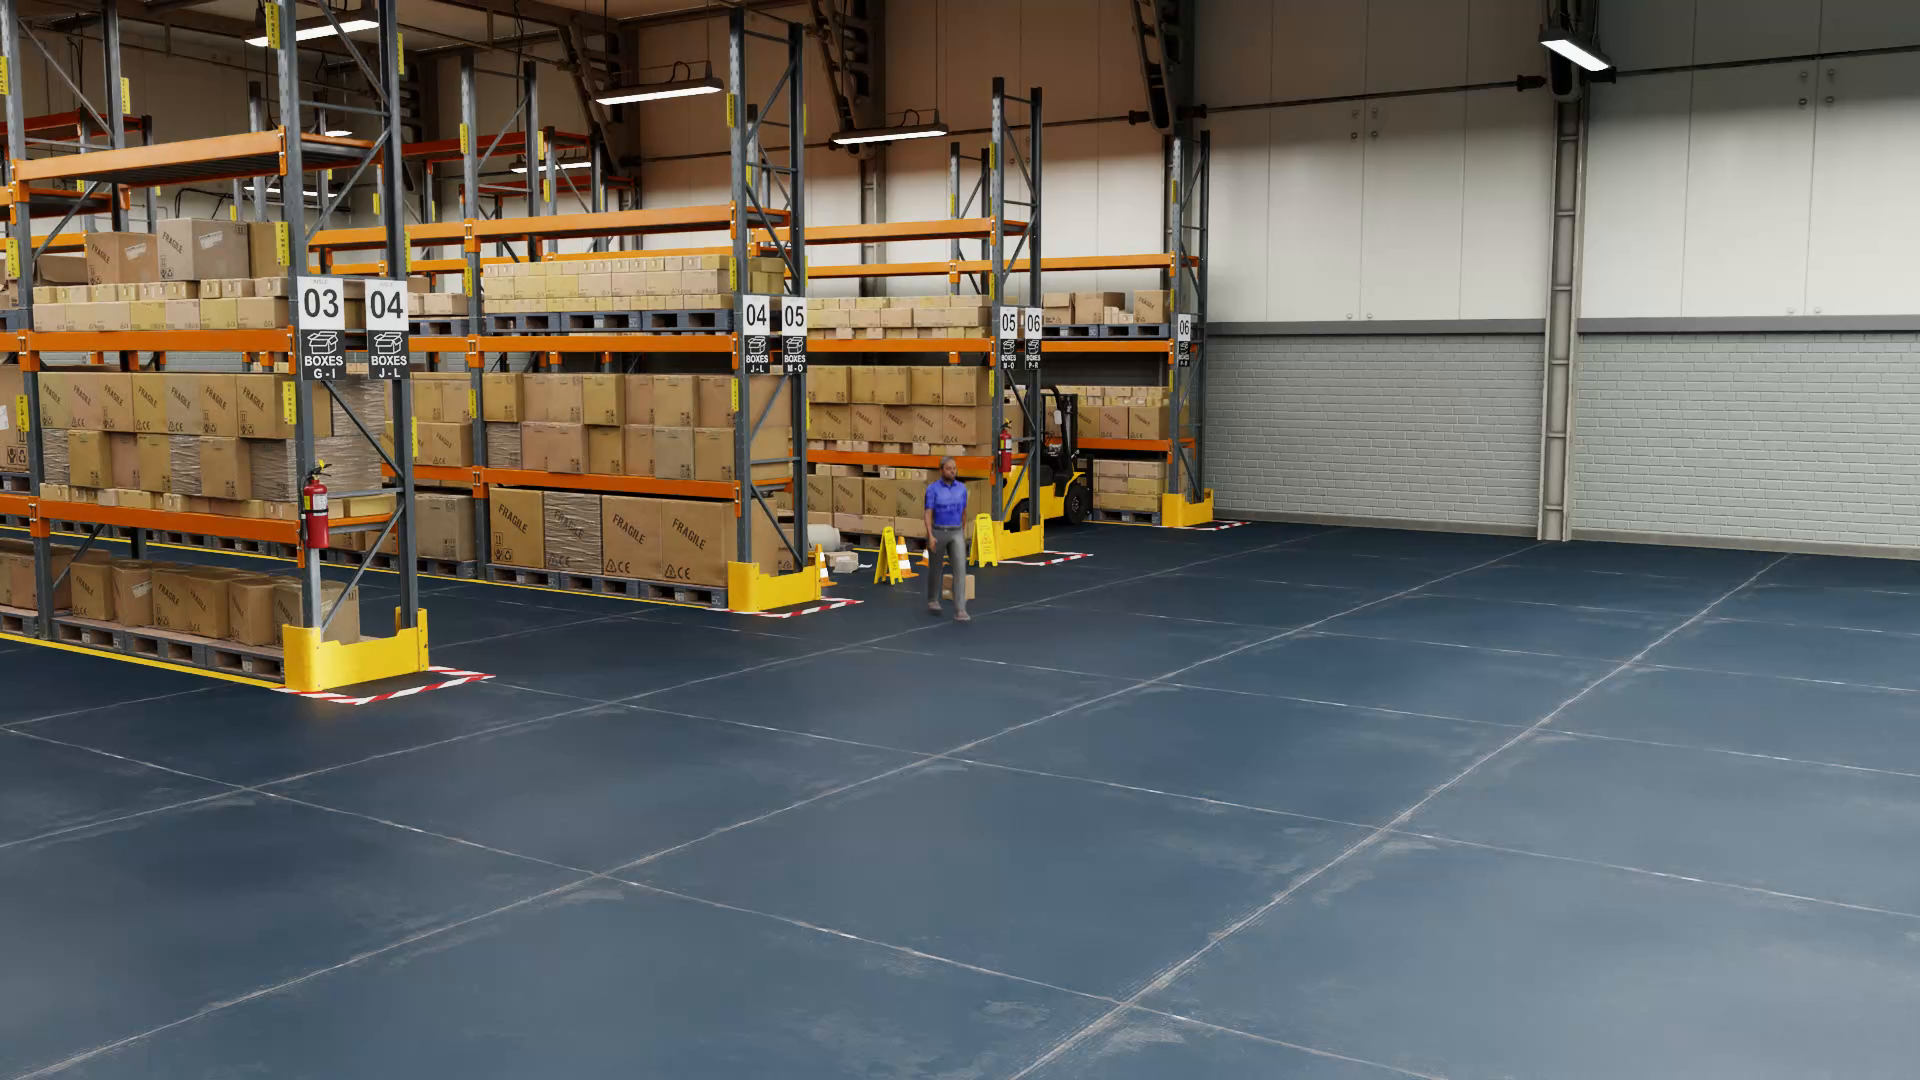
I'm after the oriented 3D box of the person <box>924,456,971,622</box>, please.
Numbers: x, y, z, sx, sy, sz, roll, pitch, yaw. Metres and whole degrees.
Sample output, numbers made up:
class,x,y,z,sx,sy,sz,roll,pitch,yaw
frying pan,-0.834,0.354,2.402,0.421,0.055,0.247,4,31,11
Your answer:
class,x,y,z,sx,sy,sz,roll,pitch,yaw
person,-0.133,-0.032,16.313,0.475,1.589,1.041,-2,7,-13
